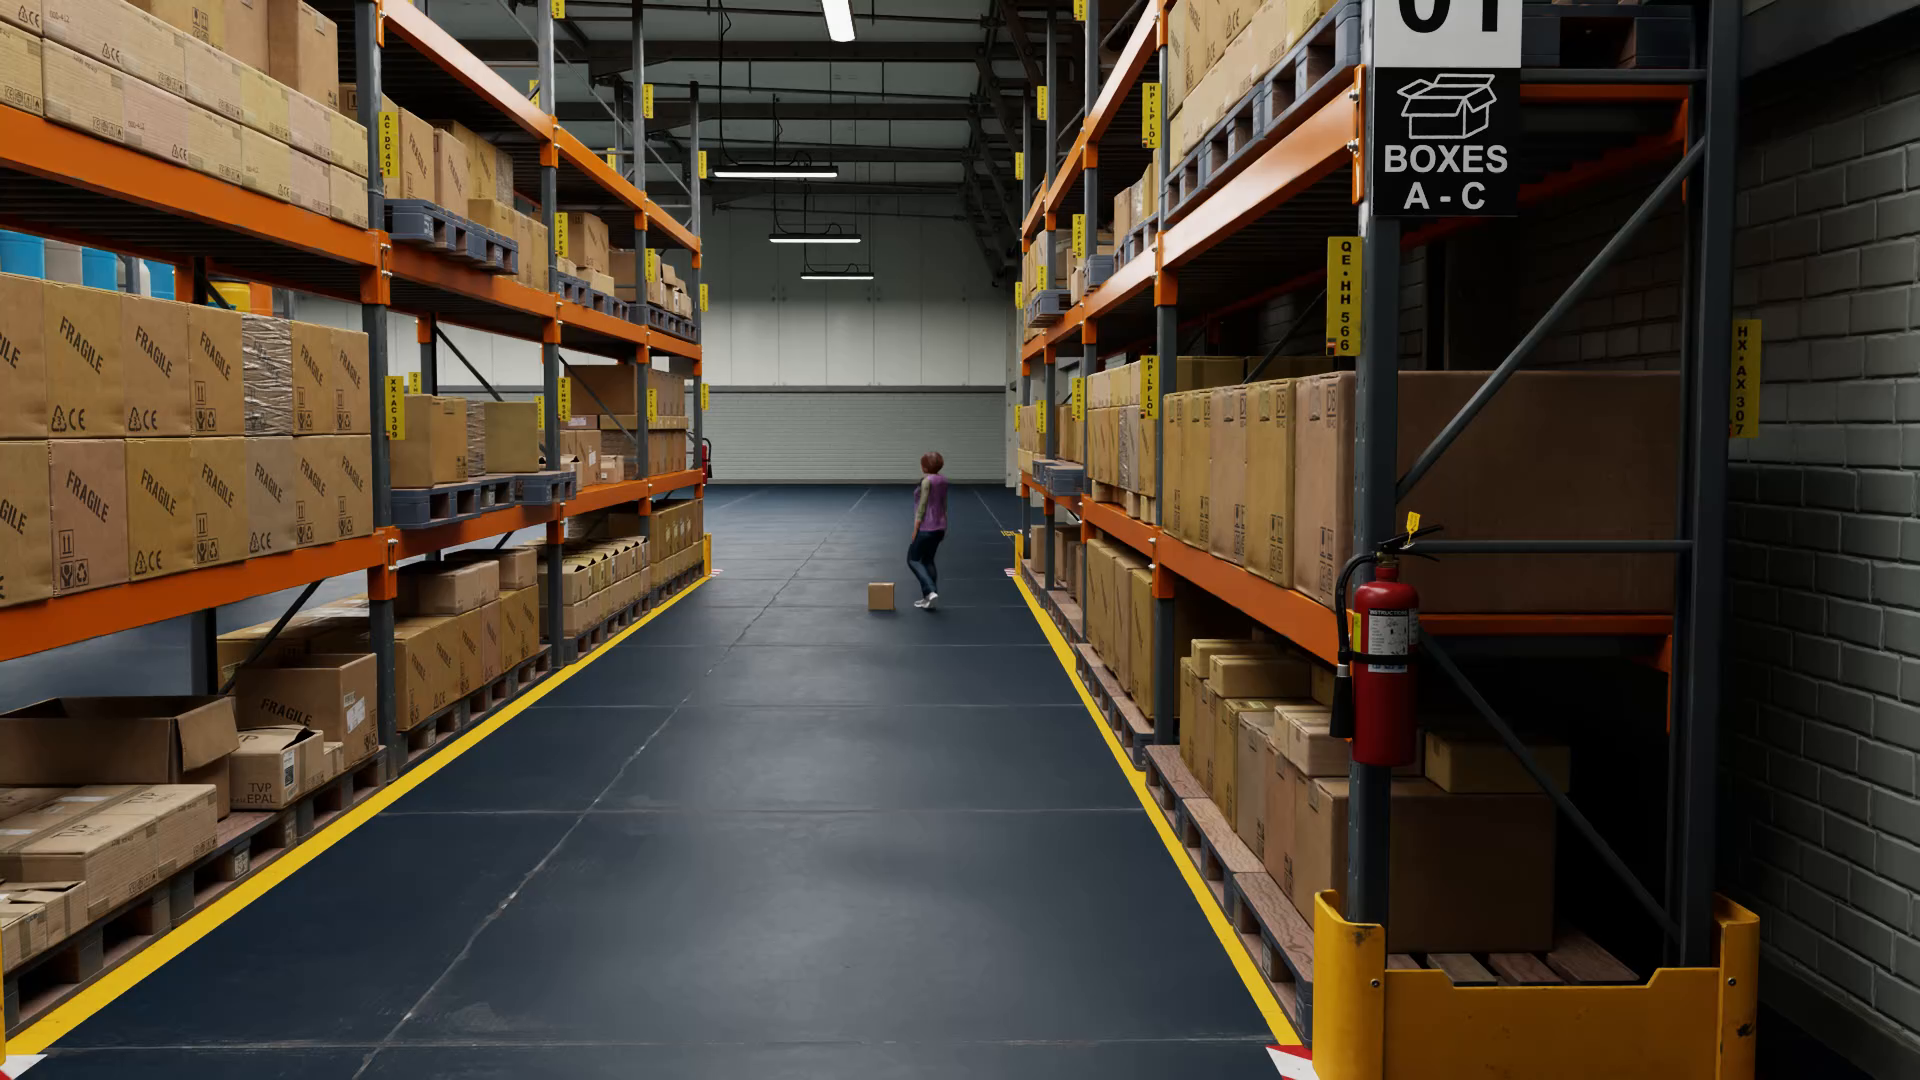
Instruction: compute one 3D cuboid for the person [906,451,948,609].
[{"bbox_3d":[-0.326,-0.097,16.673,0.491,1.588,0.443,3,5,35],"label":"person"}]
